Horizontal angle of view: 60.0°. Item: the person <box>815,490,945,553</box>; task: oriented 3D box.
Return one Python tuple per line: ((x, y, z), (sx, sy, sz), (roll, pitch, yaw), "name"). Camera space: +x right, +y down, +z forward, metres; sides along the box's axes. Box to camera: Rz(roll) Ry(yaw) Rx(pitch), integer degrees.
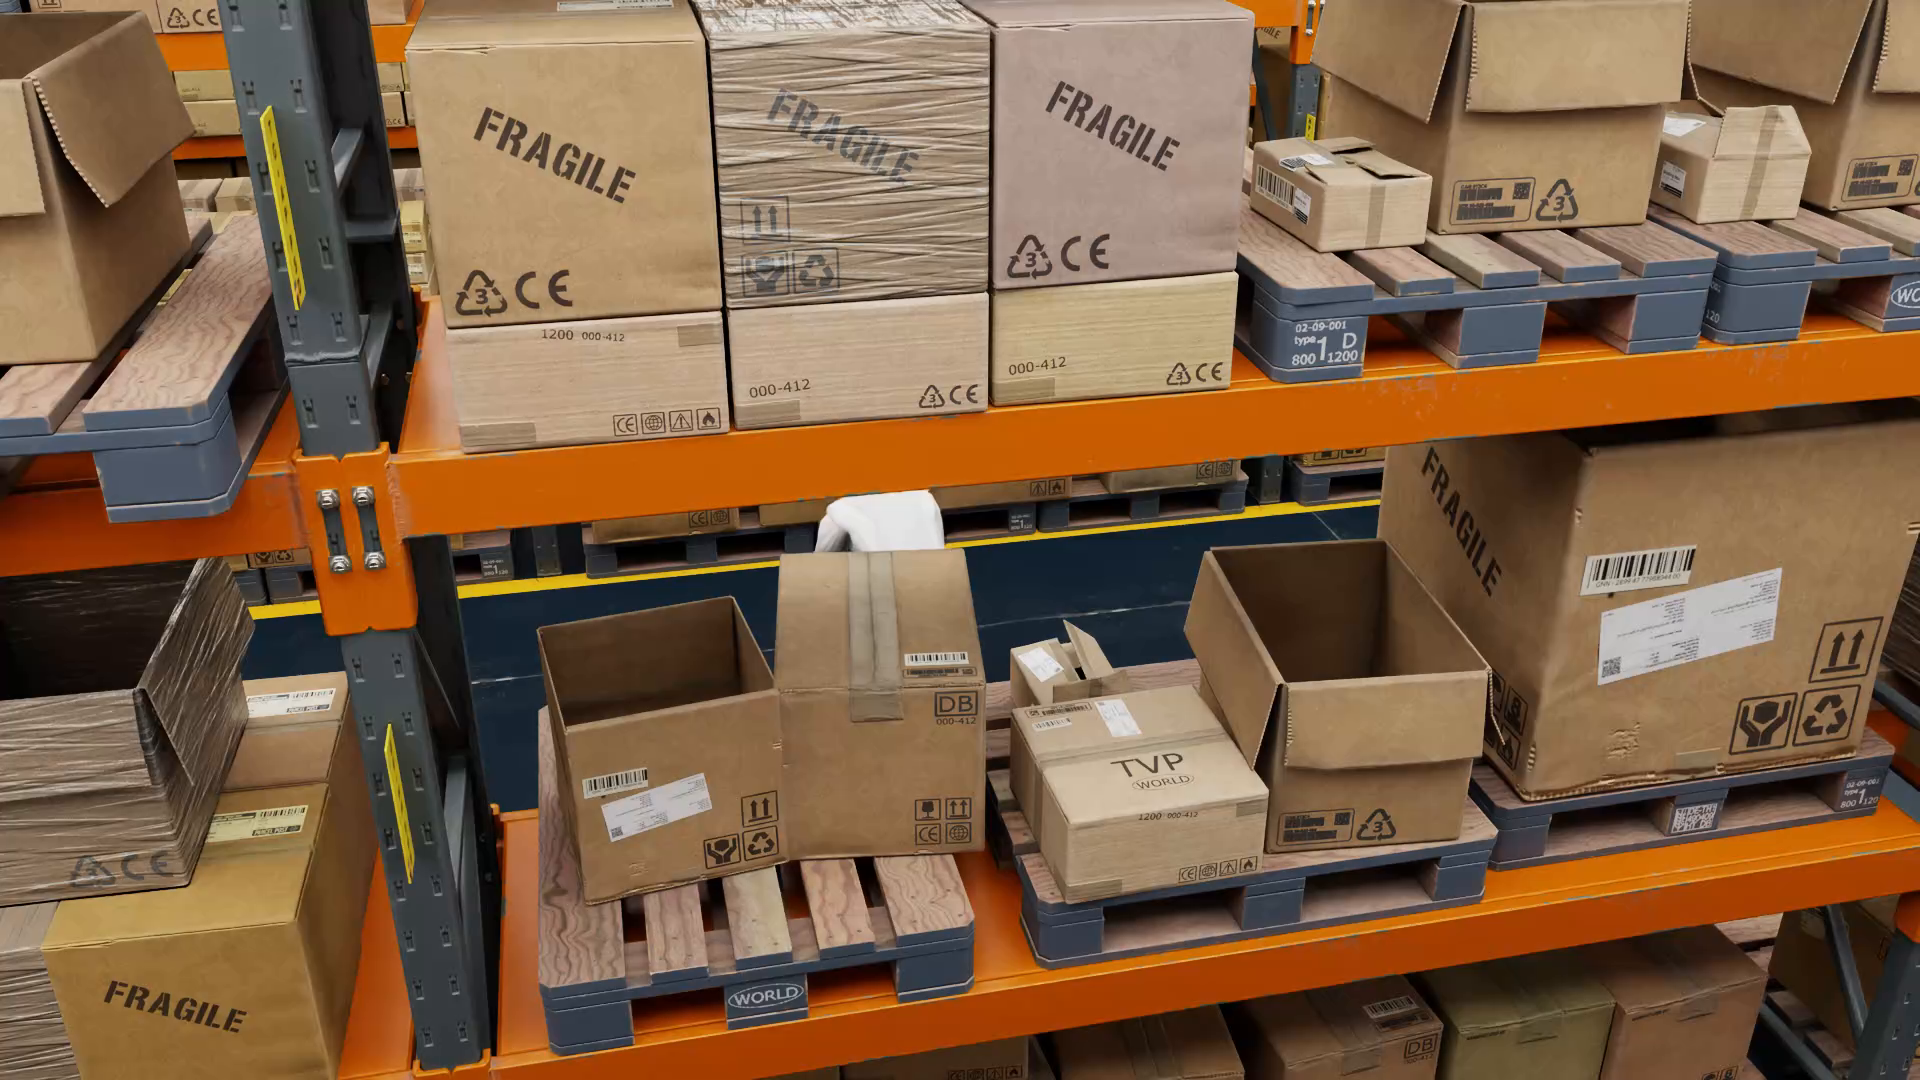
((-0.329, 0.214, 7.425), (0.602, 1.086, 0.875), (-6, 27, -12), "person")
